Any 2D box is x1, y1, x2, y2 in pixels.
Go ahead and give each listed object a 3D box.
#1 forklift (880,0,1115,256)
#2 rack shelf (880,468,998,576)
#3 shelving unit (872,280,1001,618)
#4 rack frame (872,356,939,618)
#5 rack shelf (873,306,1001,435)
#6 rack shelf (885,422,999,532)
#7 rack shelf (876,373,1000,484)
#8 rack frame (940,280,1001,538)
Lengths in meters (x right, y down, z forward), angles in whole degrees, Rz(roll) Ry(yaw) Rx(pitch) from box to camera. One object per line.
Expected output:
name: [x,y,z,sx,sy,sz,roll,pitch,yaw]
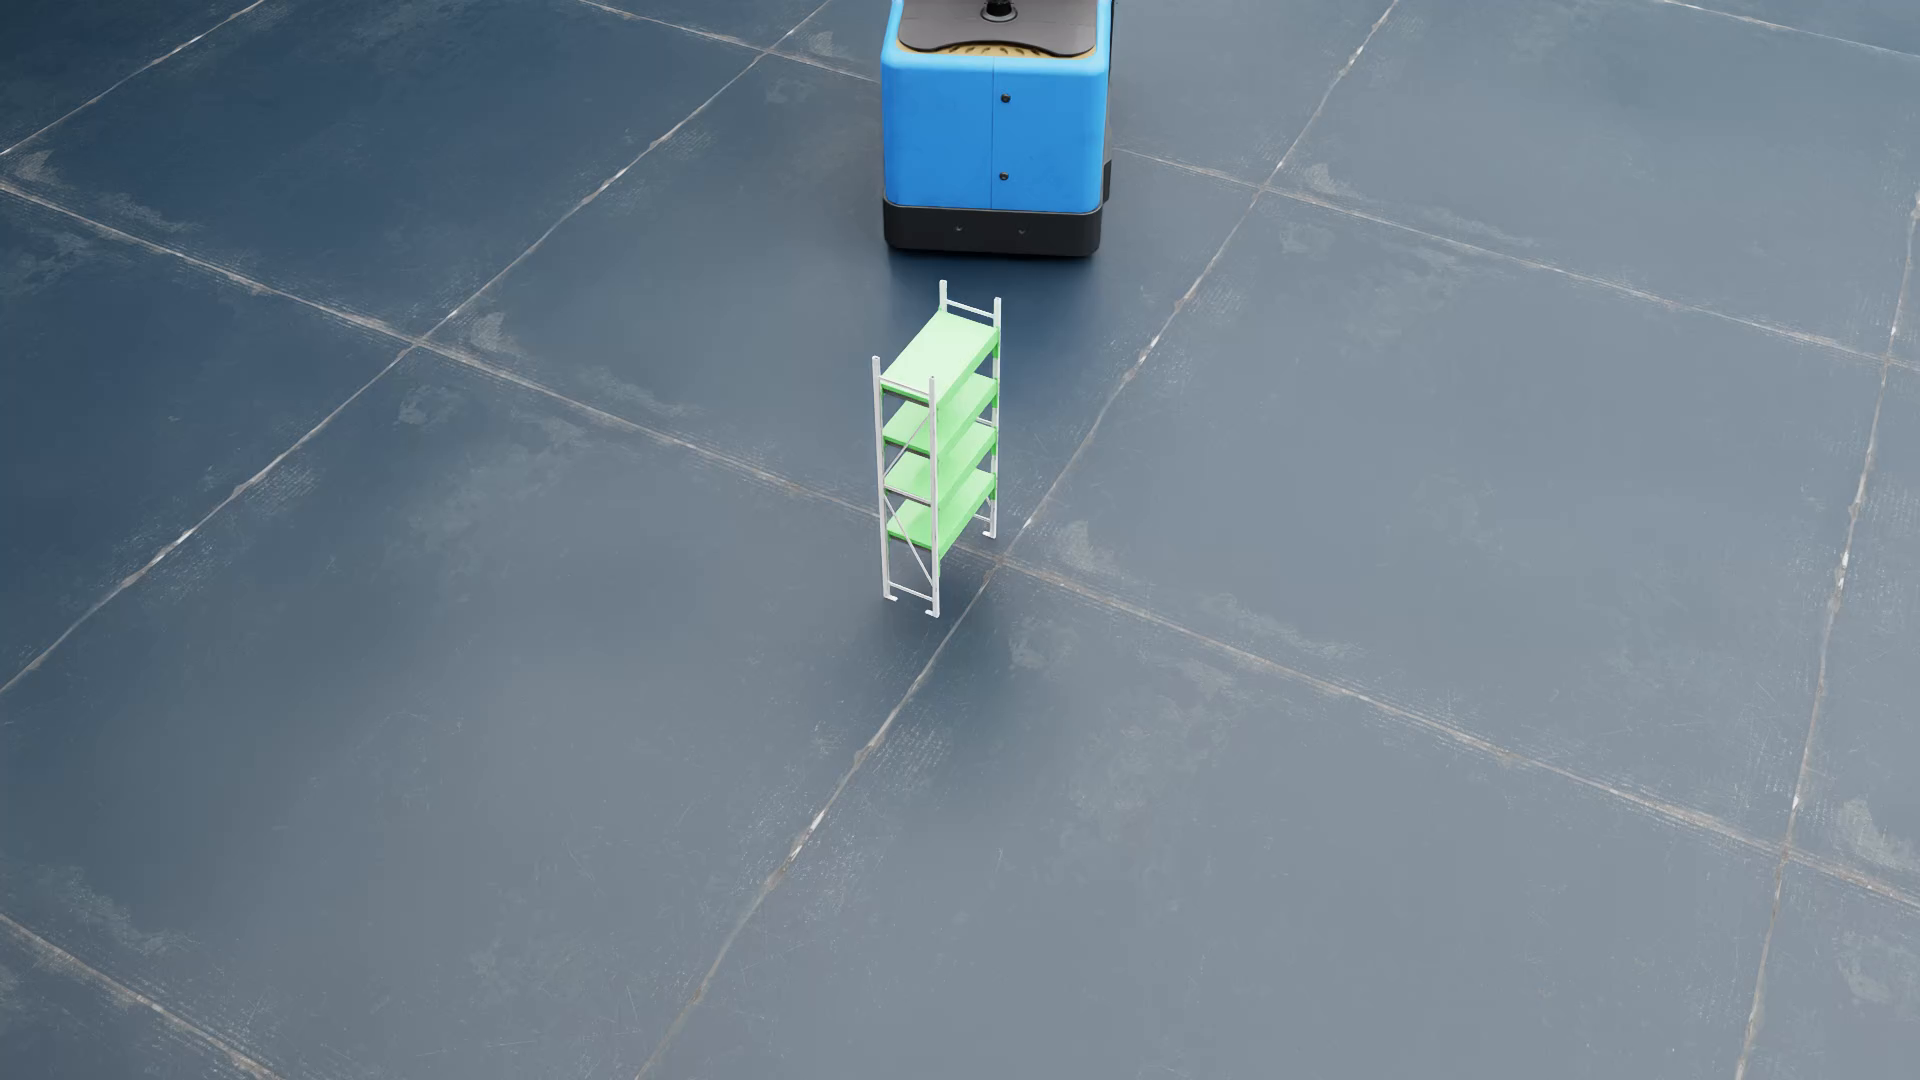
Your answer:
forklift: [0.262,-3.439,8.088,1.130,2.935,3.031,3,45,3]
rack shelf: [-0.077,-0.104,6.436,0.258,0.148,0.480,20,49,19]
shelving unit: [-0.077,-0.317,6.220,0.258,1.200,0.503,20,49,19]
rack frame: [-0.190,-0.164,6.068,0.240,1.200,0.015,20,49,19]
rack shelf: [-0.077,-0.610,5.924,0.258,0.148,0.480,20,49,19]
rack shelf: [-0.077,-0.273,6.266,0.258,0.148,0.480,20,49,19]
rack shelf: [-0.077,-0.441,6.095,0.258,0.148,0.480,20,49,19]
rack frame: [0.036,-0.471,6.372,0.240,1.200,0.015,20,49,19]
